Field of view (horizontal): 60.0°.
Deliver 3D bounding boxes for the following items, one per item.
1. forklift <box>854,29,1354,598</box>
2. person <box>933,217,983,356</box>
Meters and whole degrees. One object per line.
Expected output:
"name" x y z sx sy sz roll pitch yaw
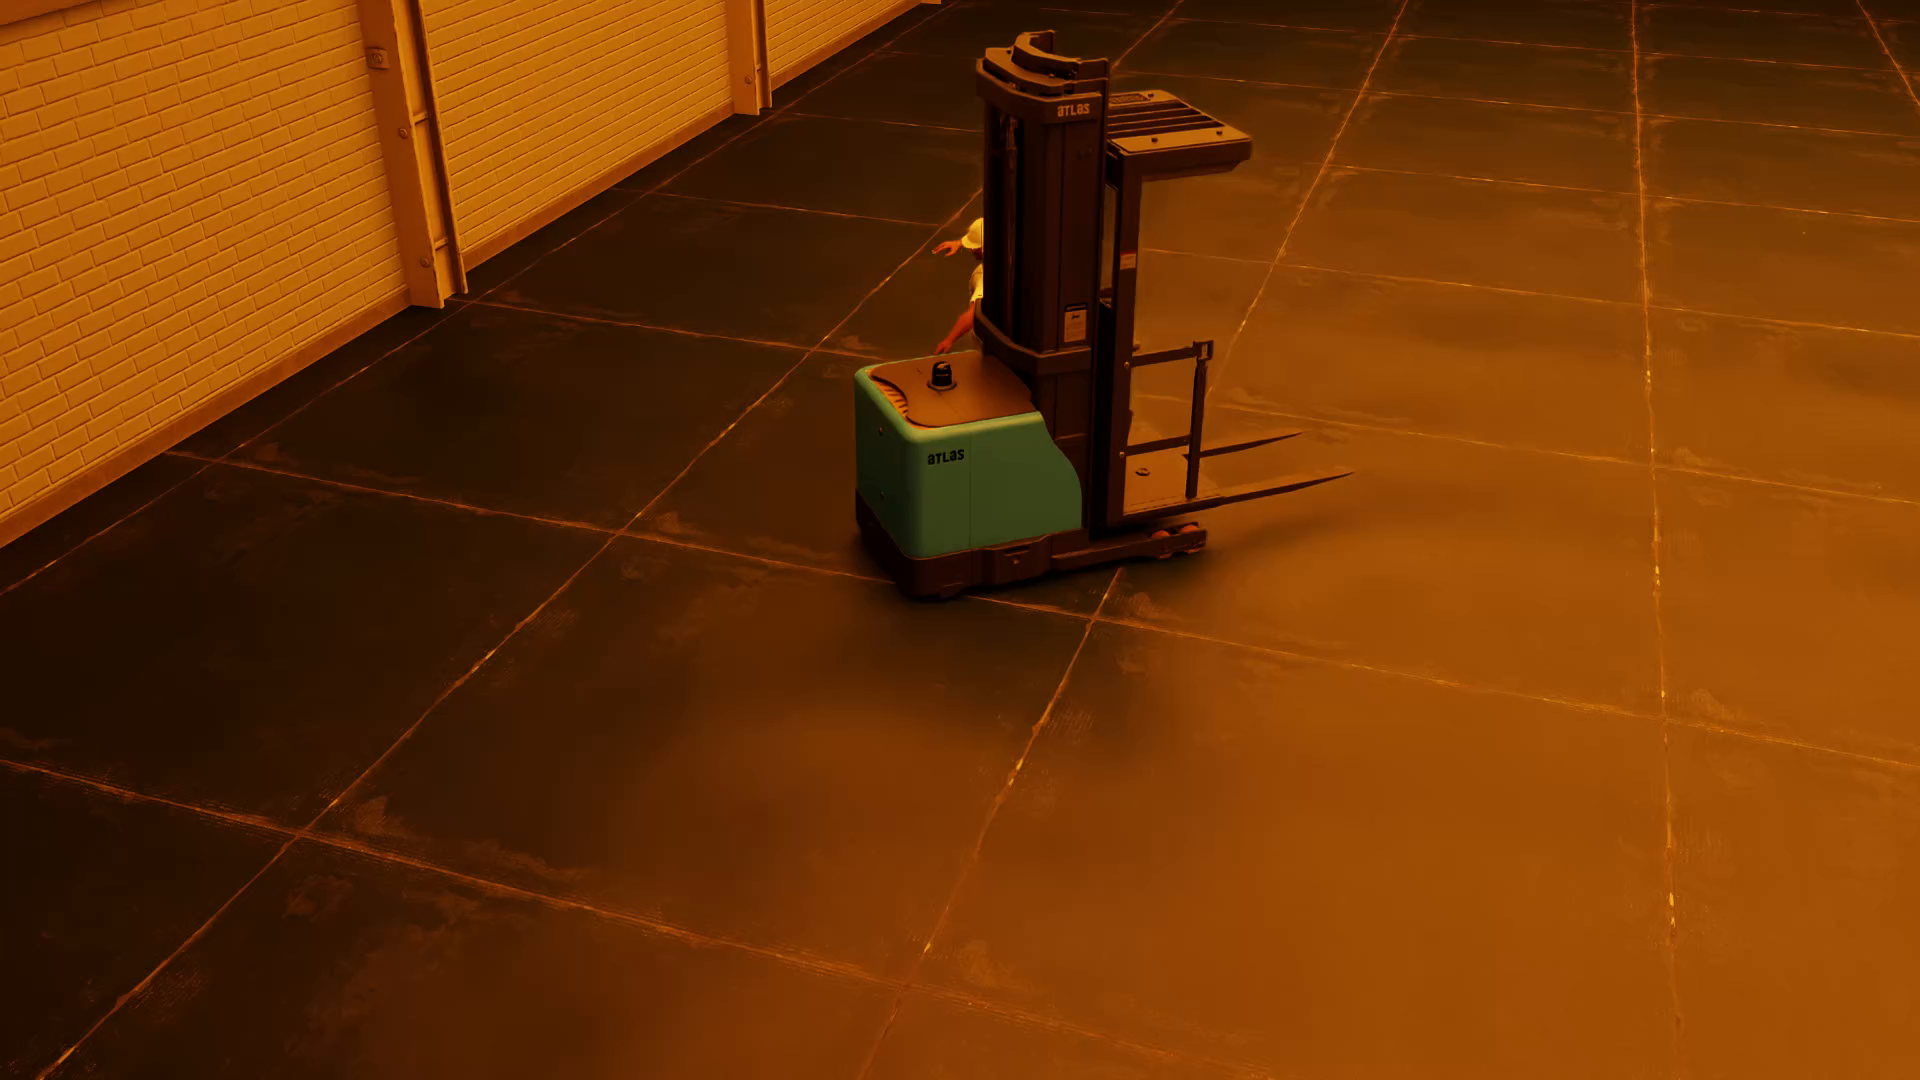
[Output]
"forklift" 0.937 -1.392 9.579 3.031 2.935 1.130 -11 31 -18
"person" 0.091 -1.480 11.223 0.839 1.502 0.973 -10 31 -17
